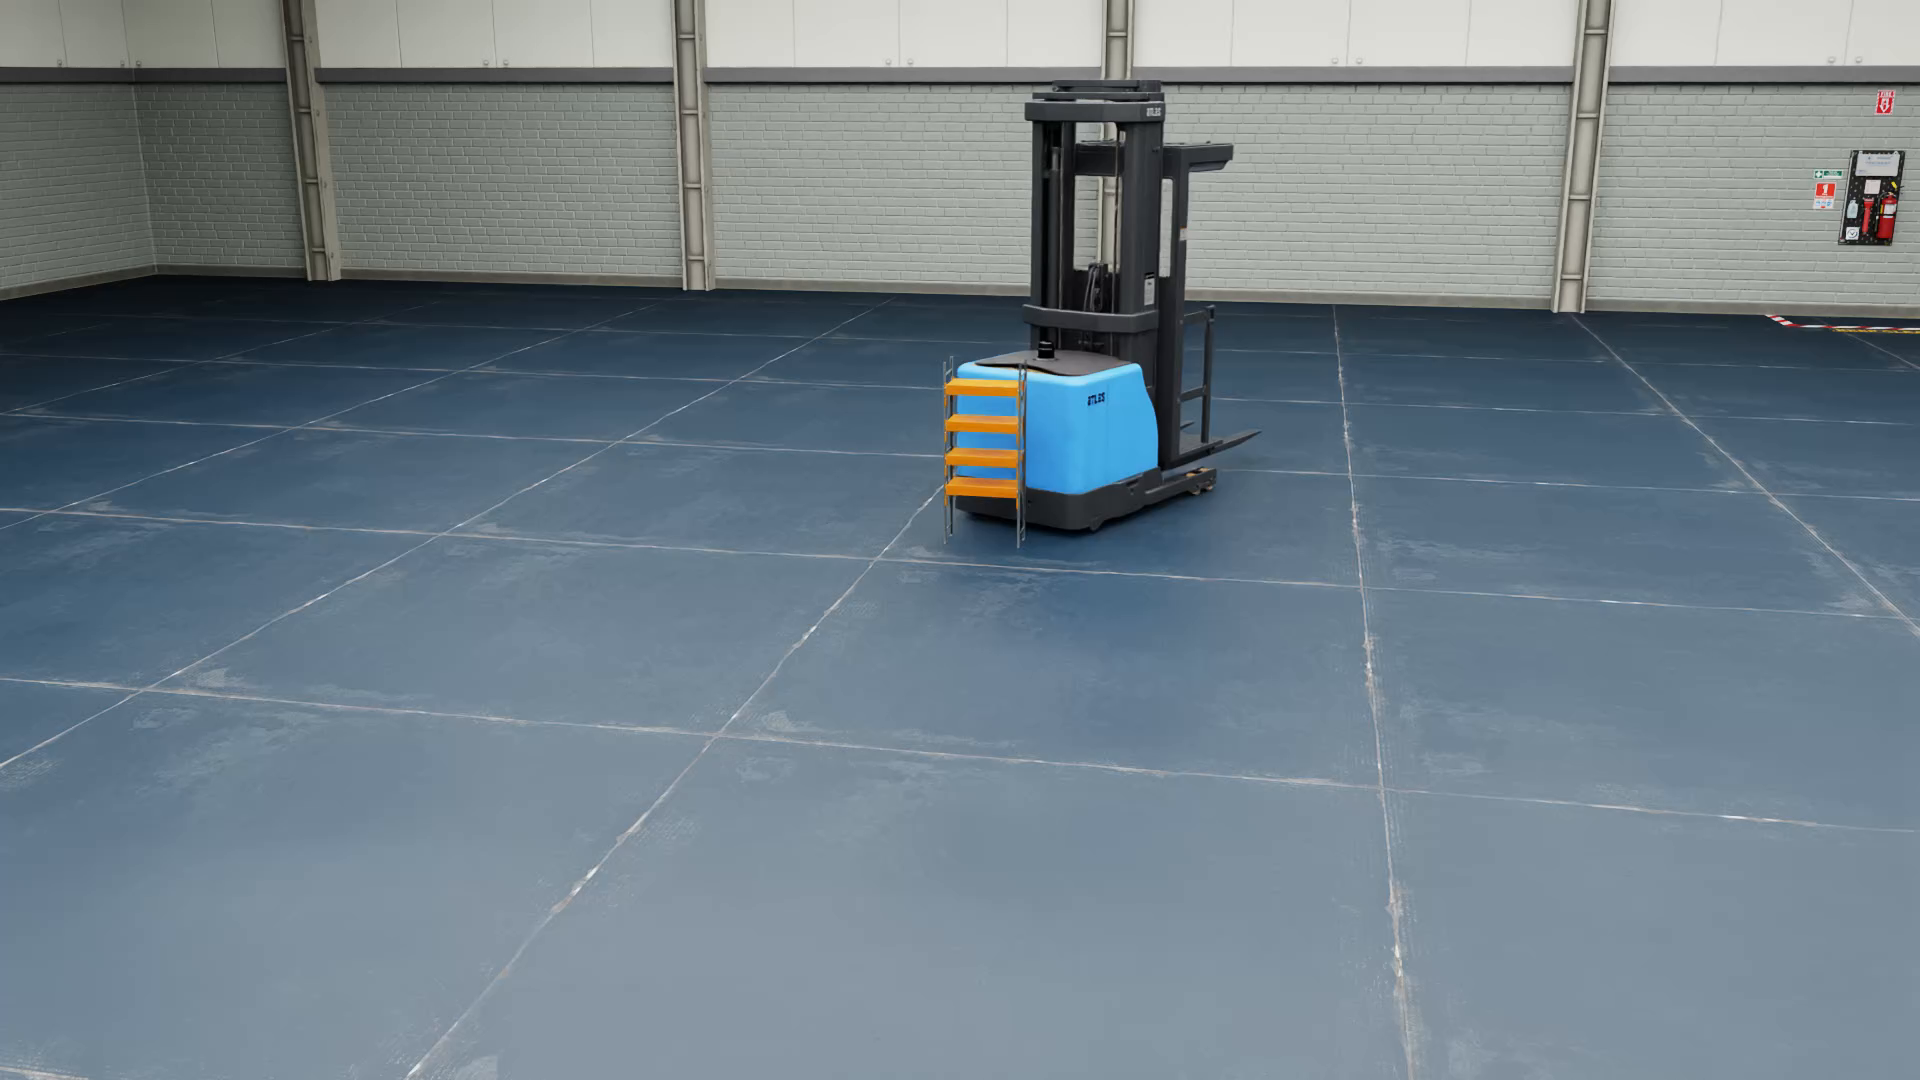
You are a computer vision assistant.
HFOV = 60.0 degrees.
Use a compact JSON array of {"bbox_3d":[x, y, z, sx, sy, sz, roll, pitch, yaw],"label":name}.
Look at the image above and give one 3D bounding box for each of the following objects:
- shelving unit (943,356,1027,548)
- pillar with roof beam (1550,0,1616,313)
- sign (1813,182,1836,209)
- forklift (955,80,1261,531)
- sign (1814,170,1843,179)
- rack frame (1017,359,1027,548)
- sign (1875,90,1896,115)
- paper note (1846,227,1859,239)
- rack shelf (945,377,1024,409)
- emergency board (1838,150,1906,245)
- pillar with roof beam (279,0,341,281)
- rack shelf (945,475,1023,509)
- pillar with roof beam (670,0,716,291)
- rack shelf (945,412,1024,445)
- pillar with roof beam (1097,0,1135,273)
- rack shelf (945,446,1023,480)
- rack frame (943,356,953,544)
[{"bbox_3d":[0.162,-0.569,10.800,0.503,1.200,0.258,3,16,11],"label":"shelving unit"},{"bbox_3d":[7.119,-6.217,16.578,0.400,9.000,9.100,3,16,11],"label":"pillar with roof beam"},{"bbox_3d":[10.921,-4.348,21.001,0.234,0.329,0.001,3,16,11],"label":"sign"},{"bbox_3d":[1.248,-1.806,12.022,1.130,2.935,3.031,11,19,35],"label":"forklift"},{"bbox_3d":[10.924,-4.600,20.921,0.331,0.109,0.001,3,16,11],"label":"sign"},{"bbox_3d":[0.401,-0.556,10.753,0.015,1.200,0.240,3,16,11],"label":"rack frame"},{"bbox_3d":[11.454,-5.418,20.589,0.199,0.298,0.001,3,16,11],"label":"sign"},{"bbox_3d":[11.283,-3.877,21.019,0.142,0.148,0.016,3,16,11],"label":"paper note"},{"bbox_3d":[0.162,-0.948,10.695,0.480,0.148,0.258,3,16,11],"label":"rack shelf"},{"bbox_3d":[11.442,-4.274,20.803,0.643,1.169,0.194,3,16,11],"label":"emergency board"},{"bbox_3d":[-10.520,-7.174,20.035,0.400,9.000,9.100,3,16,11],"label":"pillar with roof beam"},{"bbox_3d":[0.162,-0.313,10.871,0.480,0.148,0.258,3,16,11],"label":"rack shelf"},{"bbox_3d":[-4.641,-6.855,18.882,0.400,9.000,9.100,3,16,11],"label":"pillar with roof beam"},{"bbox_3d":[0.162,-0.720,10.758,0.480,0.148,0.258,3,16,11],"label":"rack shelf"},{"bbox_3d":[1.239,-6.536,17.730,0.400,9.000,9.100,3,16,11],"label":"pillar with roof beam"},{"bbox_3d":[0.162,-0.505,10.818,0.480,0.148,0.258,3,16,11],"label":"rack shelf"},{"bbox_3d":[-0.077,-0.582,10.847,0.015,1.200,0.240,3,16,11],"label":"rack frame"}]
